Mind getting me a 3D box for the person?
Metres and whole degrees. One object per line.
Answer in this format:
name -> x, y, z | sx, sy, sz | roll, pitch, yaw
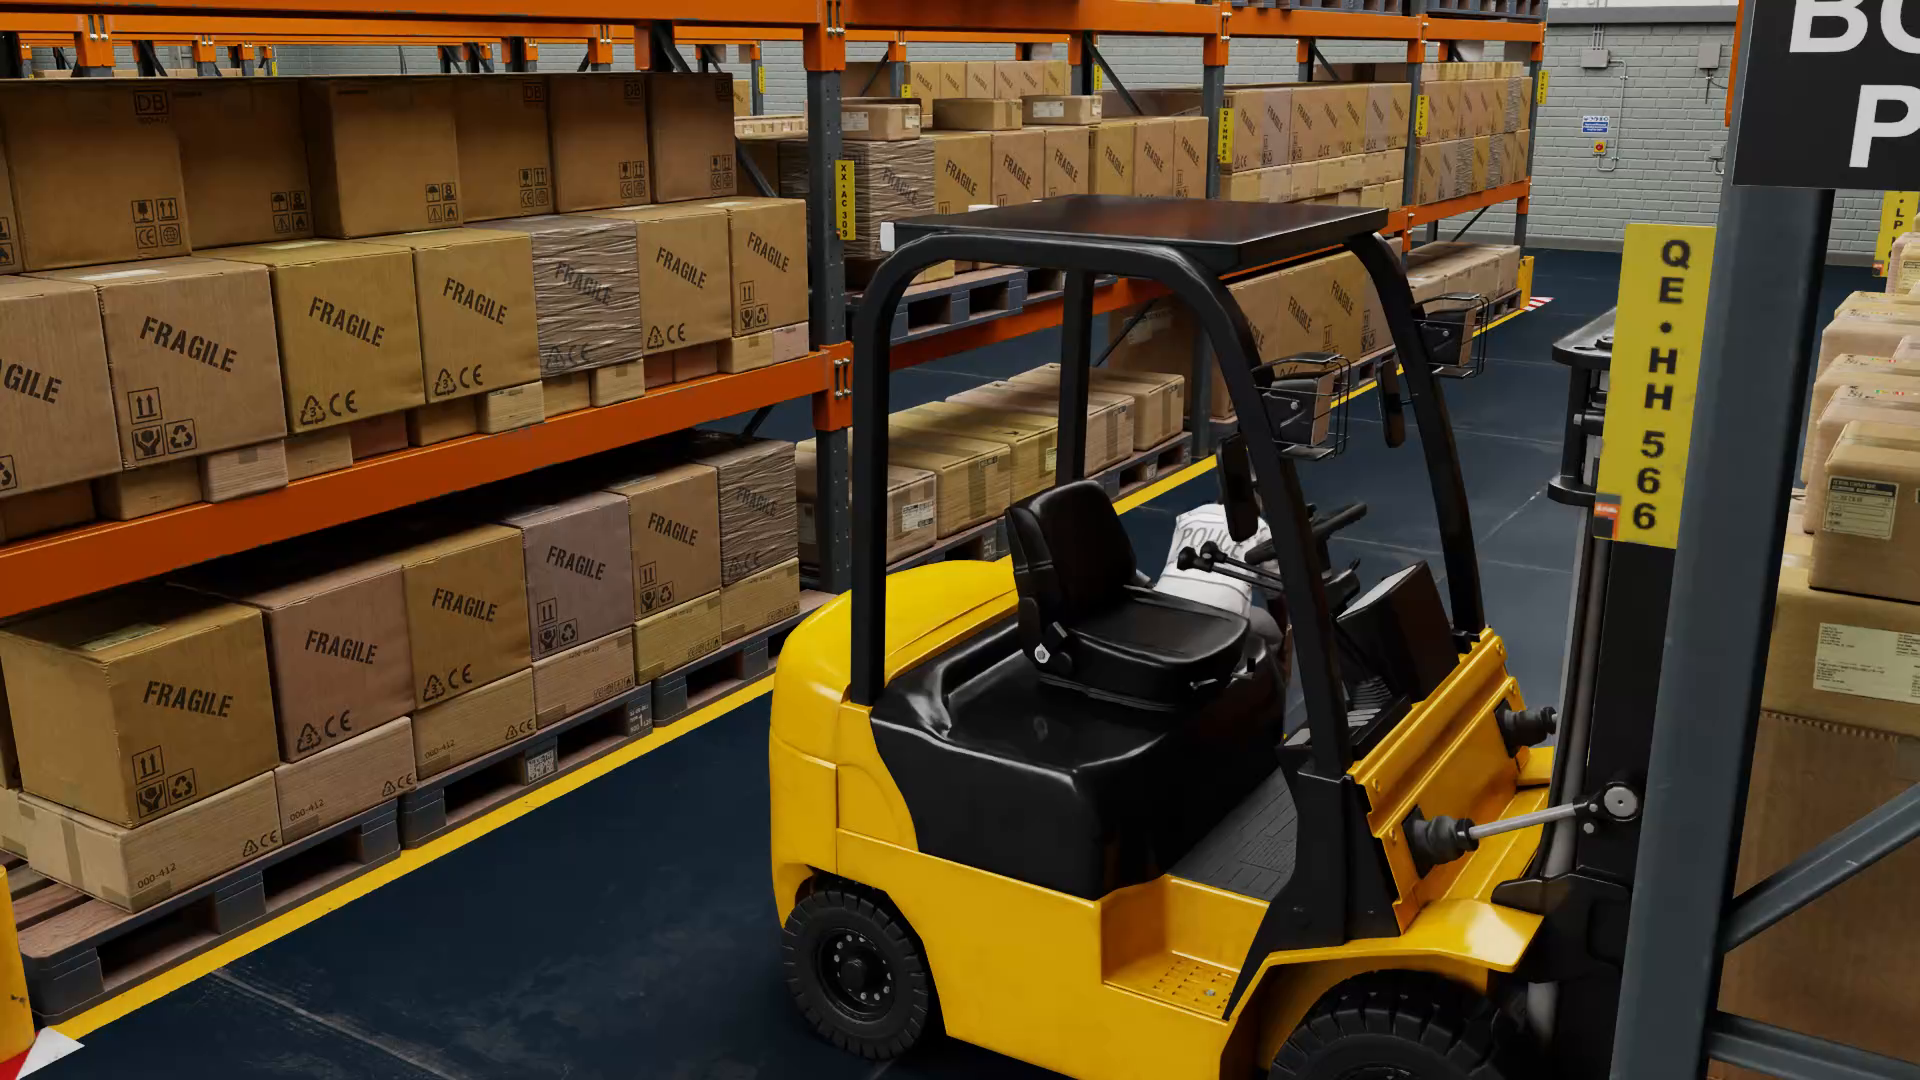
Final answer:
person -> 1.013, 0.247, 6.509 | 0.481, 0.930, 0.862 | 10, 19, 30
